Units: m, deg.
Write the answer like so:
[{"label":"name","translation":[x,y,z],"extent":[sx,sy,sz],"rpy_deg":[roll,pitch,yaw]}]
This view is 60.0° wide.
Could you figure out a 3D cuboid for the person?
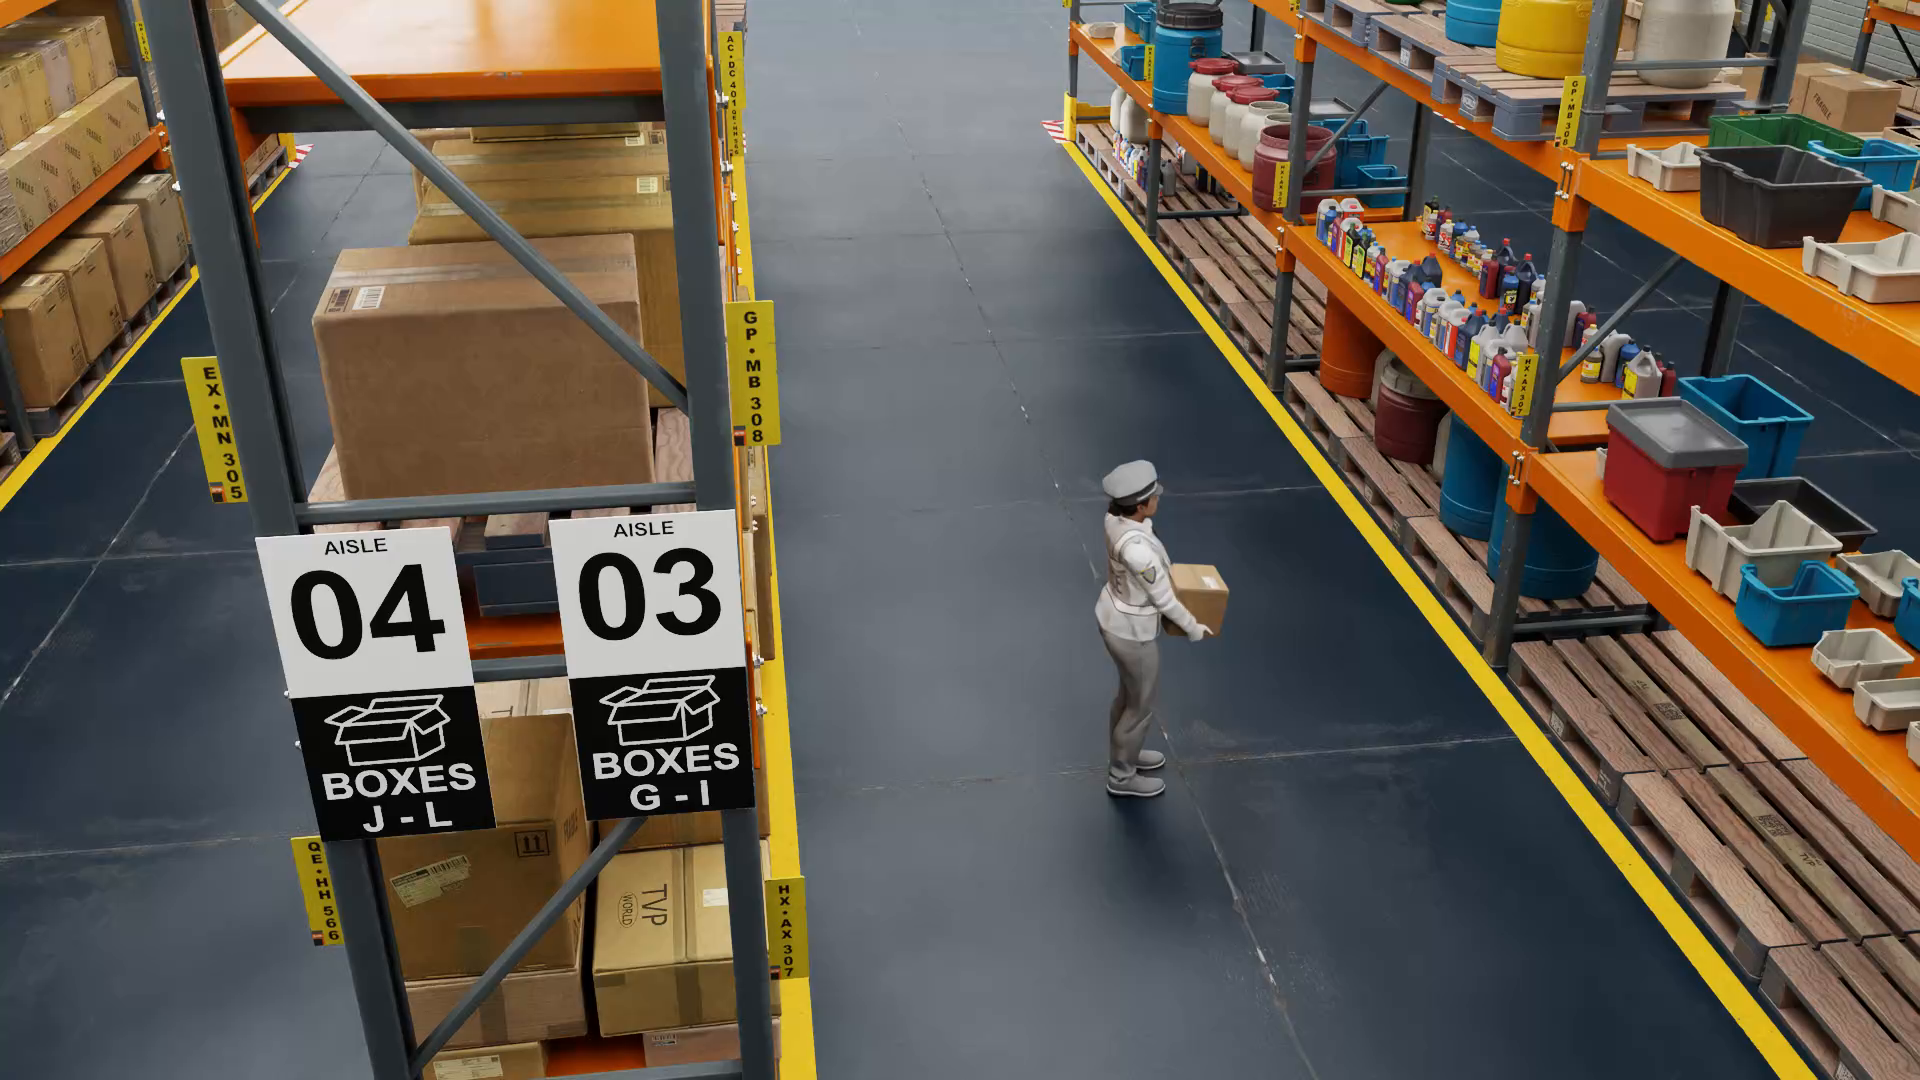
[{"label":"person","translation":[0.896,0.412,7.799],"extent":[0.514,1.691,0.434],"rpy_deg":[-4,28,-8]}]
